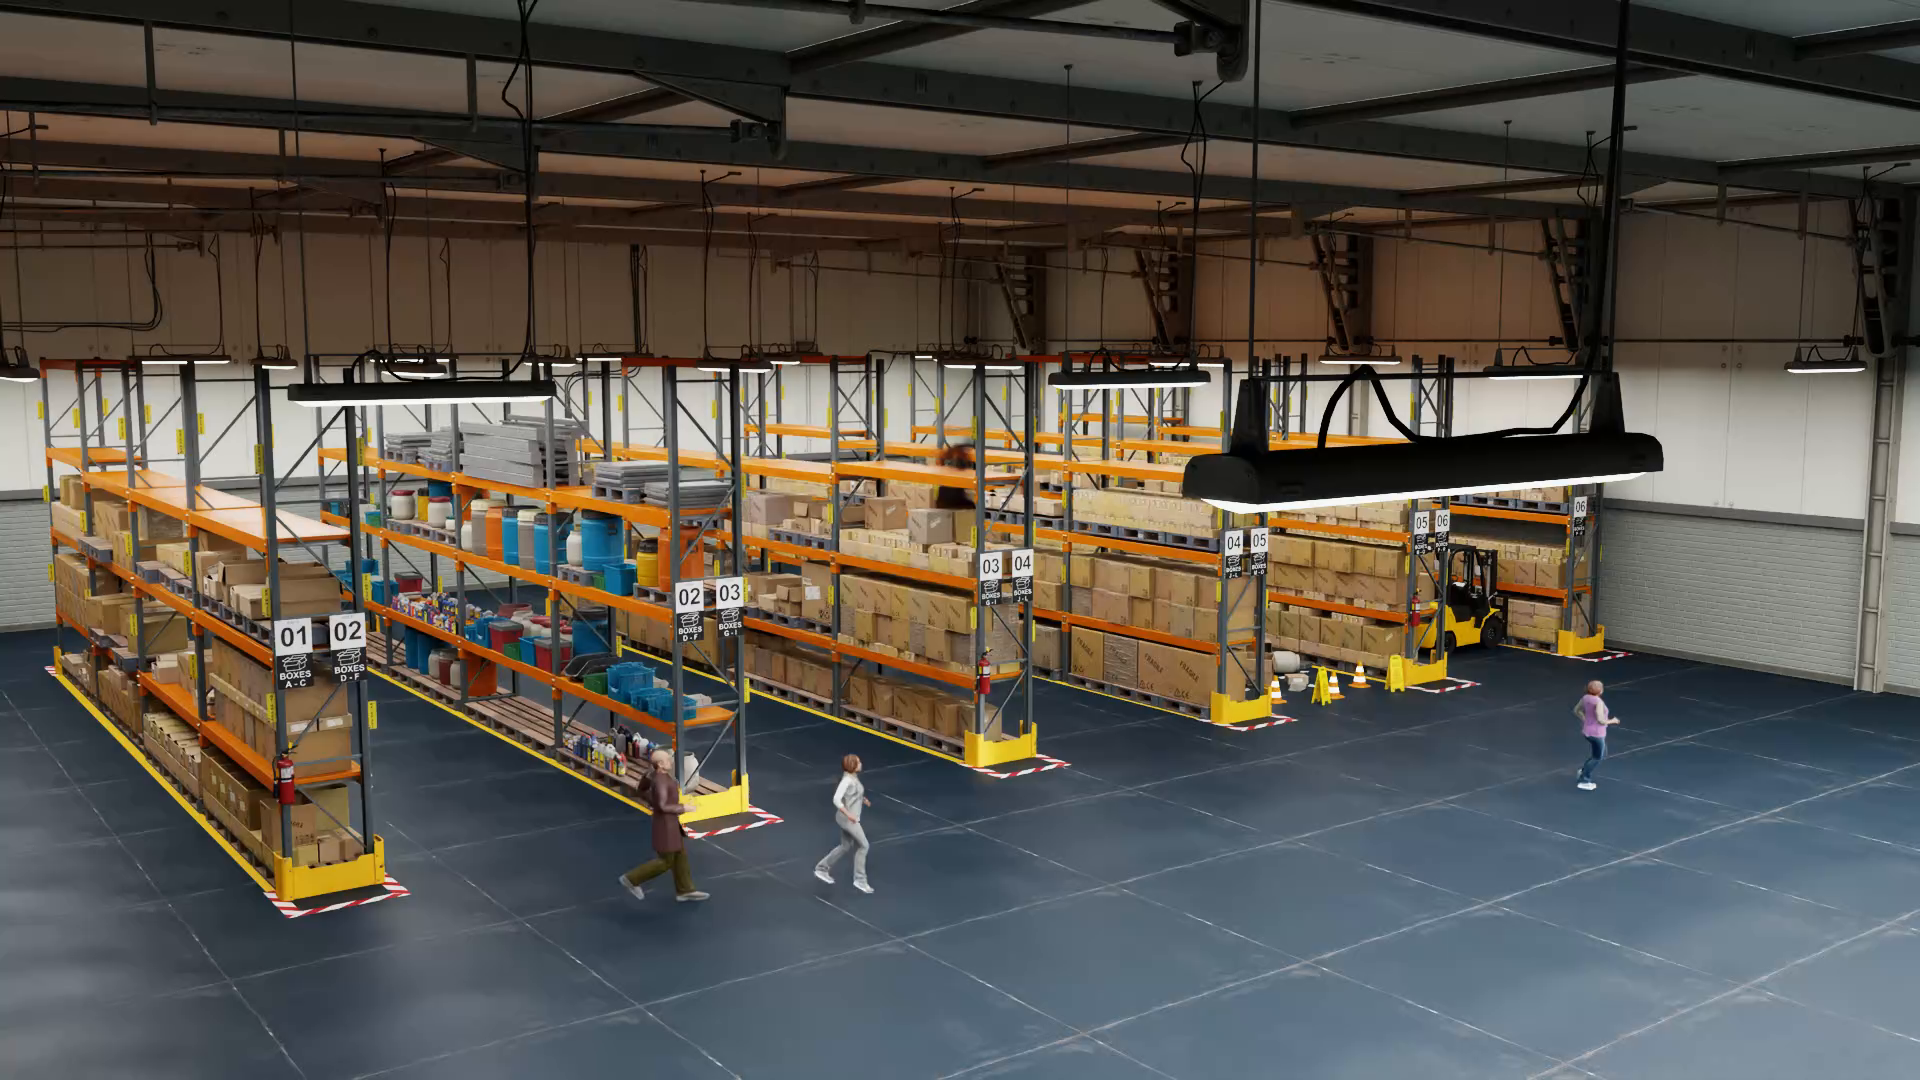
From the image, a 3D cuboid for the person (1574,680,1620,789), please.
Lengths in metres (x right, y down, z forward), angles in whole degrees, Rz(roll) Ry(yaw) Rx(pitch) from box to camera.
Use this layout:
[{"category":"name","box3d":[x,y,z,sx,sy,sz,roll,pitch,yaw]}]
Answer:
[{"category":"person","box3d":[8.988,2.743,23.443,0.555,1.546,0.522,-1,7,-5]}]

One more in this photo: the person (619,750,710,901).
[{"category":"person","box3d":[-3.323,3.215,18.610,1.008,1.762,0.709,-2,7,-16]}]

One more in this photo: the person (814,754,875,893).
[{"category":"person","box3d":[-1.337,3.268,19.131,0.696,1.618,0.569,0,7,-3]}]
